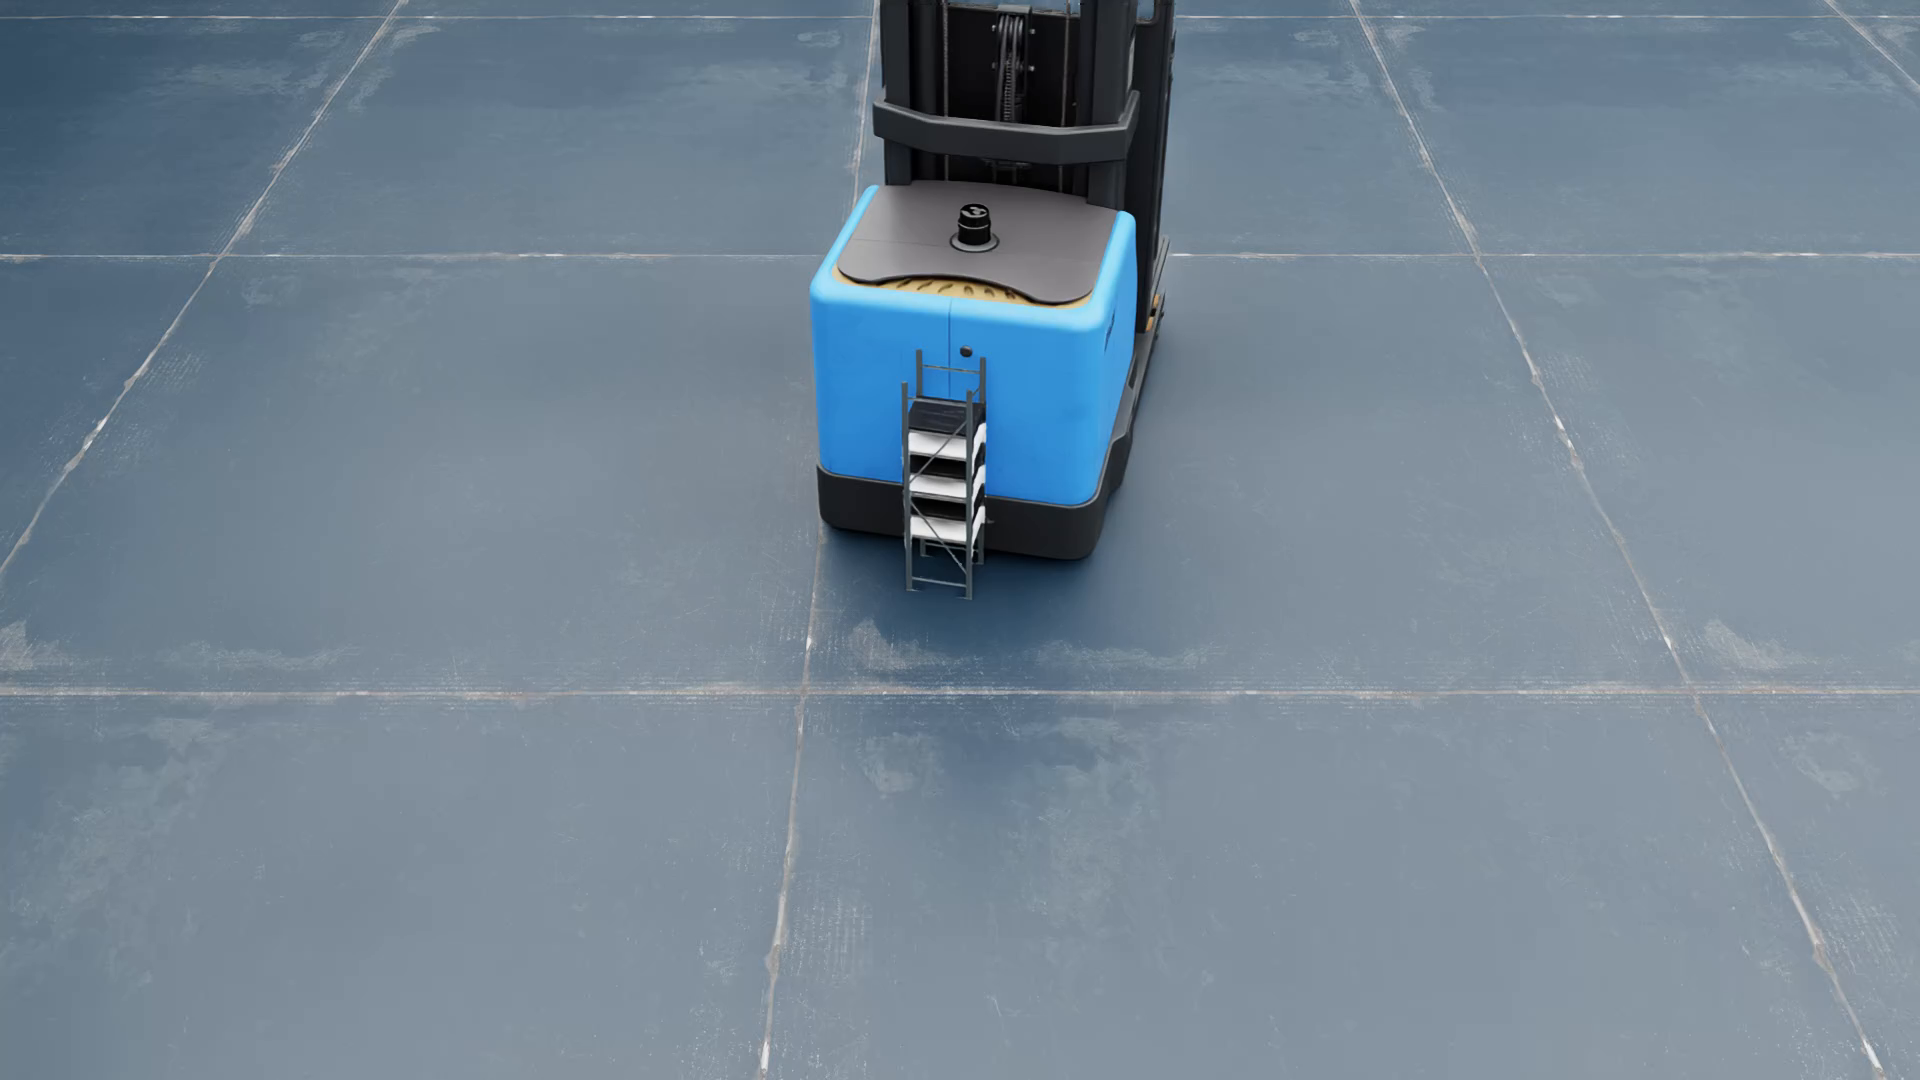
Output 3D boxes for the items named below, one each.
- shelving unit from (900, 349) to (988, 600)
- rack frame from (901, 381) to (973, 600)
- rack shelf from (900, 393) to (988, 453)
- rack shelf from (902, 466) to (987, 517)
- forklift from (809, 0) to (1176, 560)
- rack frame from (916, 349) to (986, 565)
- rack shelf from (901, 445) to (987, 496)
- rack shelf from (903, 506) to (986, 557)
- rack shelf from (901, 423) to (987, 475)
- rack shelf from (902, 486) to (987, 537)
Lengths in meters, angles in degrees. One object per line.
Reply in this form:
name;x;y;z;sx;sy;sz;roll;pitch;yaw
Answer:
shelving unit;-0.053;-0.214;5.797;0.258;0.900;0.210;8;39;10
rack frame;-0.076;-0.152;5.720;0.240;0.900;0.006;8;39;10
rack shelf;-0.053;-0.398;5.649;0.258;0.077;0.200;8;39;10
rack shelf;-0.053;-0.188;5.818;0.258;0.077;0.200;8;39;10
forklift;0.296;-1.998;6.399;1.130;2.935;3.031;8;39;10
rack frame;-0.031;-0.276;5.875;0.240;0.900;0.006;8;39;10
rack shelf;-0.053;-0.258;5.762;0.258;0.077;0.200;8;39;10
rack shelf;-0.053;-0.047;5.931;0.258;0.077;0.200;8;39;10
rack shelf;-0.053;-0.328;5.705;0.258;0.077;0.200;8;39;10
rack shelf;-0.053;-0.118;5.874;0.258;0.077;0.200;8;39;10
